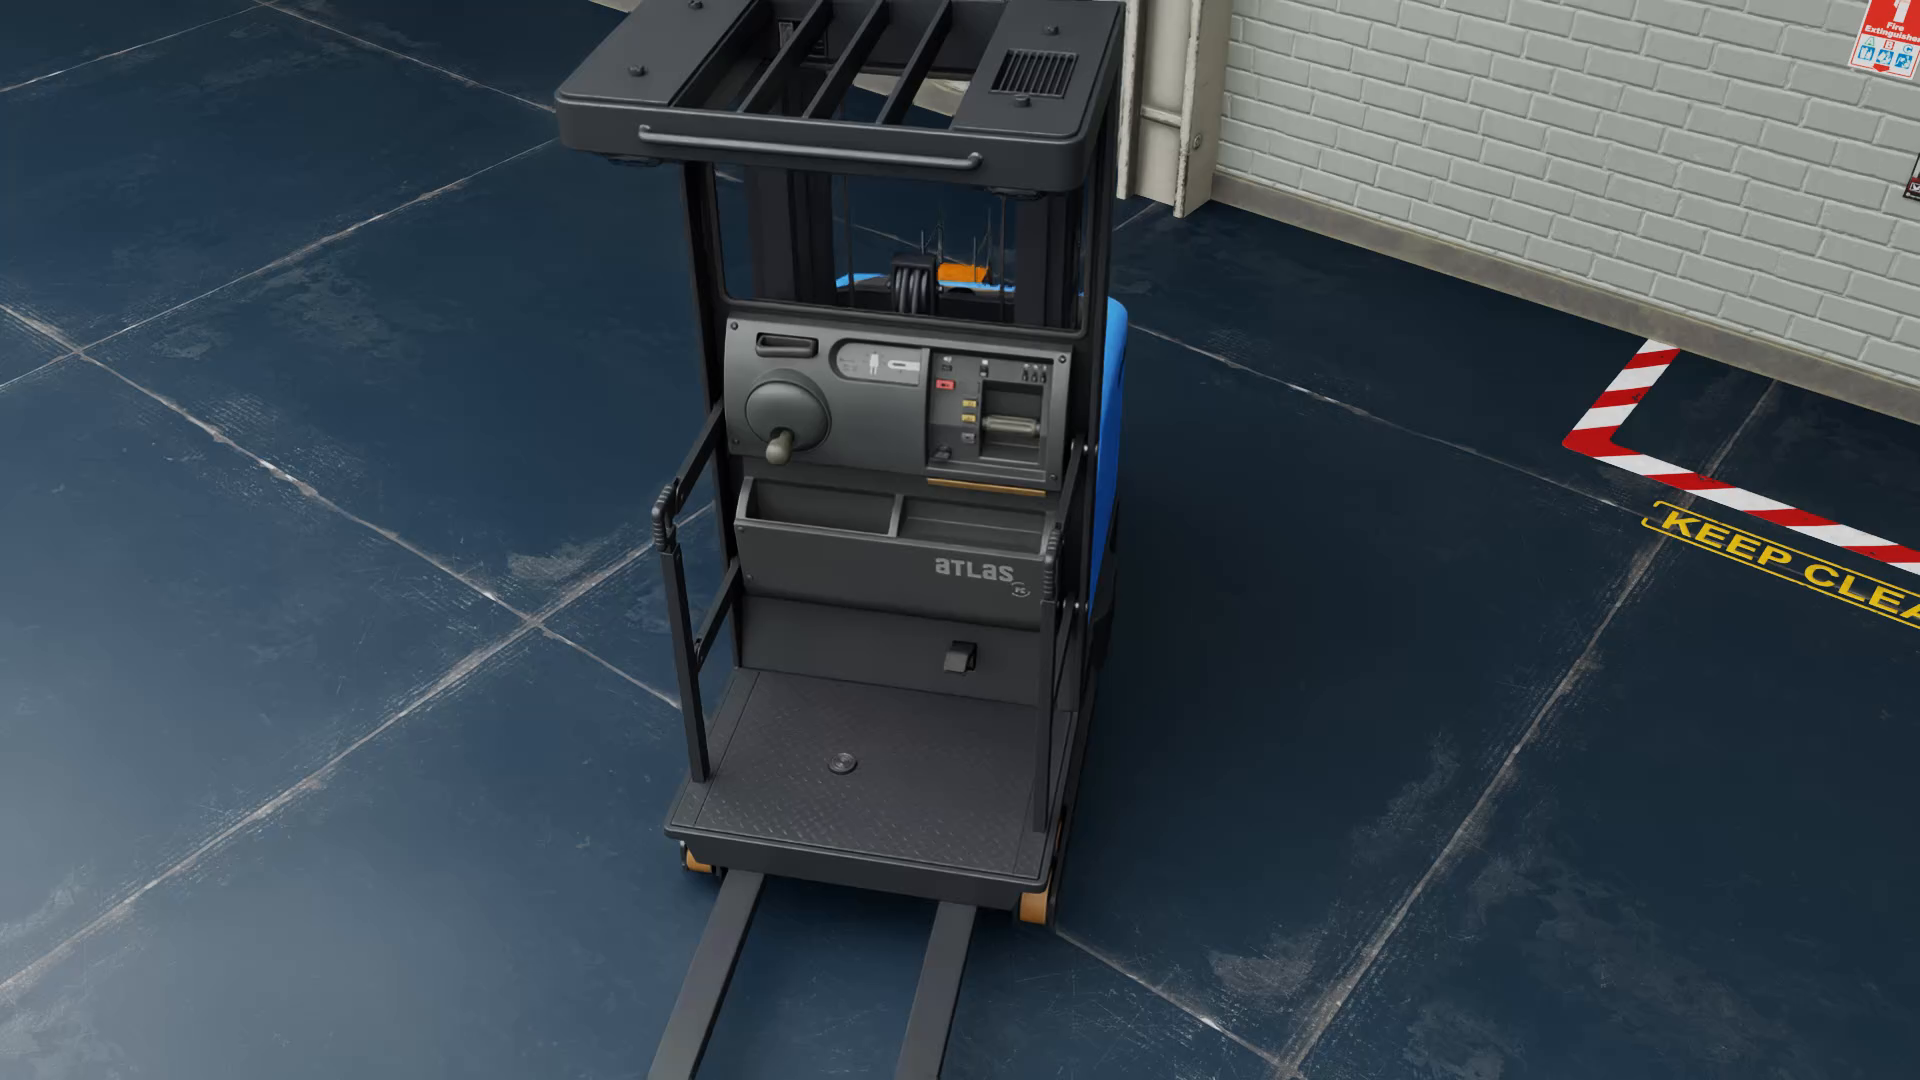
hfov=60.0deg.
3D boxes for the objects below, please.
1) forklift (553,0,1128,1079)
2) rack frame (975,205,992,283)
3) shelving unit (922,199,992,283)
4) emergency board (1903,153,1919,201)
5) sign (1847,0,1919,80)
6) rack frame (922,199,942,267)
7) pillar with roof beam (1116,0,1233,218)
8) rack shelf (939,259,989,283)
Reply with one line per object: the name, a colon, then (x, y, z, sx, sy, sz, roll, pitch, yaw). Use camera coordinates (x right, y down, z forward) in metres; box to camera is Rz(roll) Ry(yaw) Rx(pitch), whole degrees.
forklift: (-0.211, -0.292, 4.245, 1.130, 2.935, 3.031, 7, 39, 9)
rack frame: (0.083, -0.622, 6.068, 0.006, 1.200, 0.240, 8, 38, 11)
shelving unit: (-0.006, -0.635, 6.085, 0.189, 1.200, 0.258, 8, 38, 11)
emergency board: (3.875, -1.645, 5.917, 0.626, 1.169, 0.157, 25, 45, 29)
sign: (3.494, -1.904, 6.220, 0.234, 0.329, 0.001, 25, 45, 29)
rack frame: (-0.095, -0.648, 6.103, 0.006, 1.200, 0.240, 8, 38, 11)
pillar with roof beam: (-1.571, -3.189, 3.024, 0.400, 9.000, 9.100, 25, 45, 29)
rack shelf: (-0.007, -0.884, 5.892, 0.180, 0.103, 0.258, 8, 38, 11)
